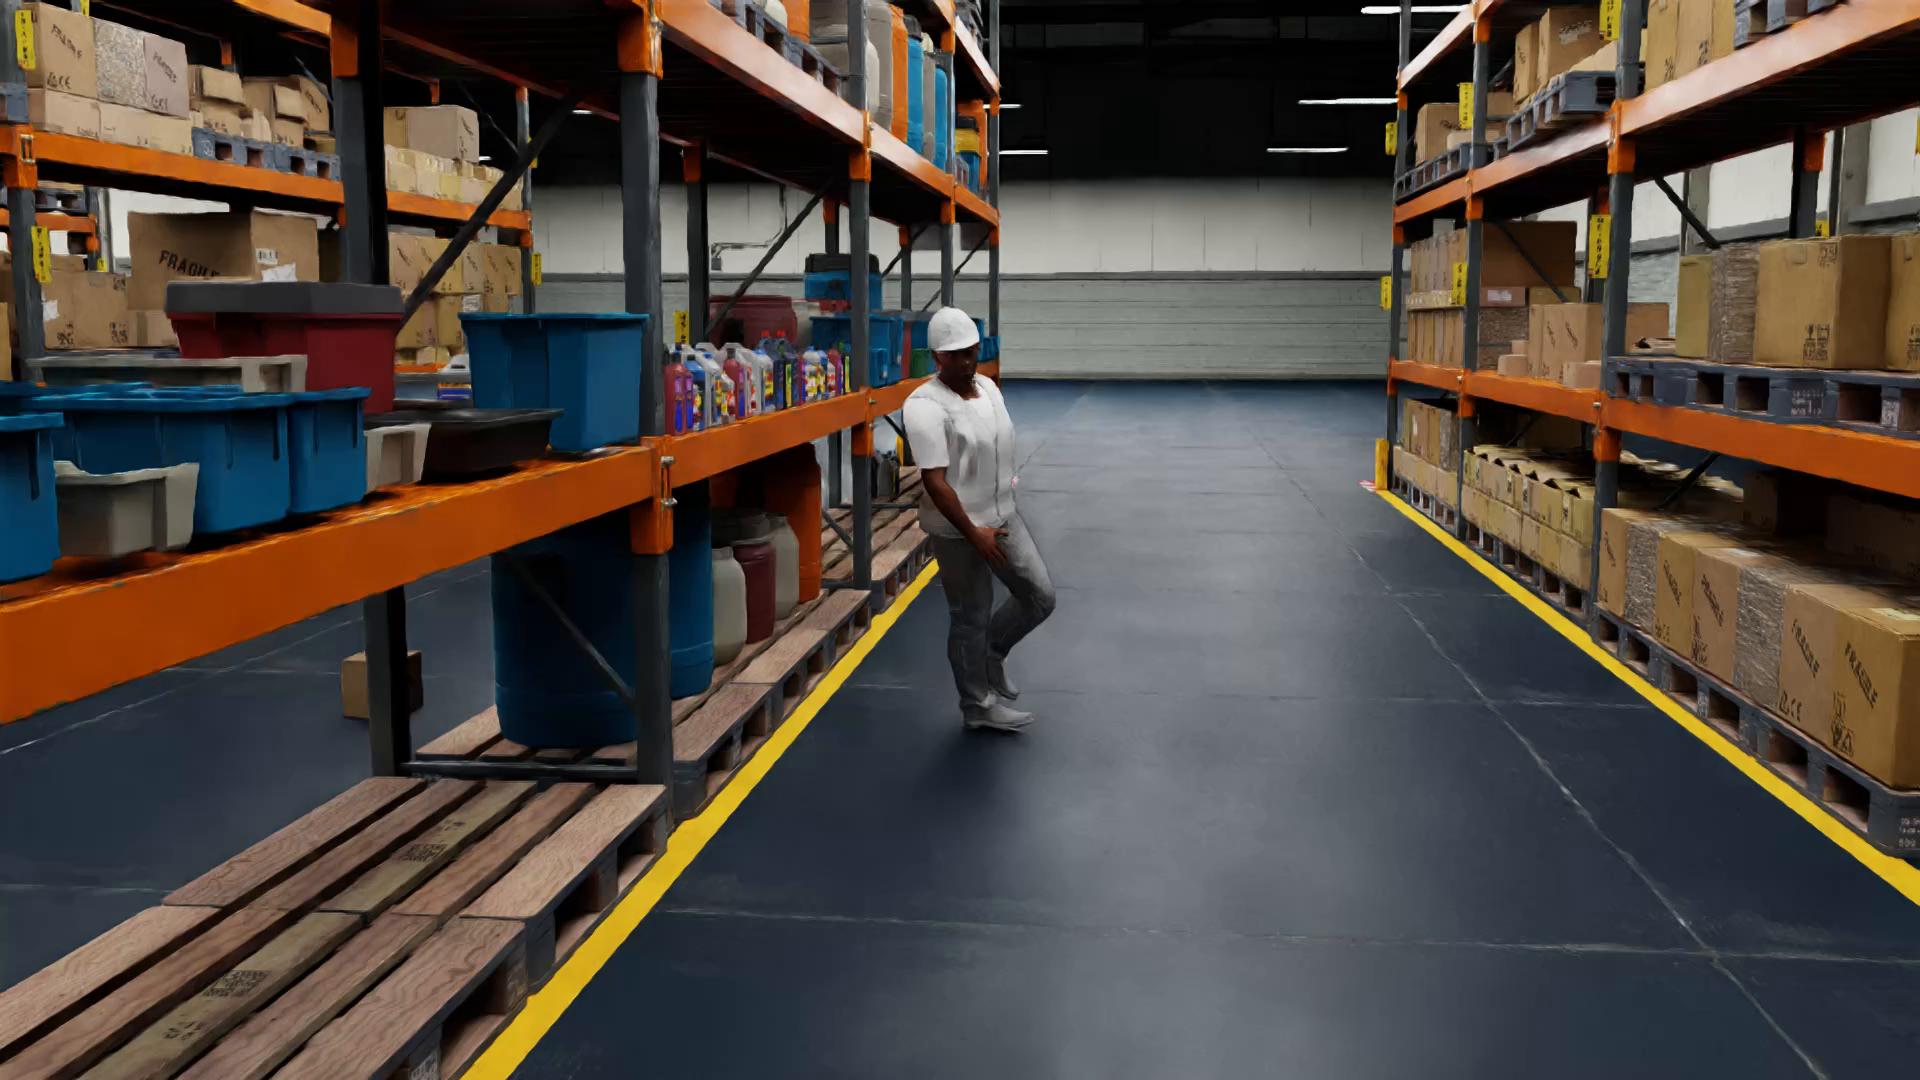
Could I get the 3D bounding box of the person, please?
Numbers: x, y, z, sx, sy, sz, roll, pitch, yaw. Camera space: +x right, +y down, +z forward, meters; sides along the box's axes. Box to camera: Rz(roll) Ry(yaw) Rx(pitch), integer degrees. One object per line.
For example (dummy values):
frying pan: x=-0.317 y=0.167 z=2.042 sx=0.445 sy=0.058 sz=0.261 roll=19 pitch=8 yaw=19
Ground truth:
person: x=0.083 y=-0.063 z=6.690 sx=0.485 sy=1.735 sz=0.751 roll=6 pitch=9 yaw=36
